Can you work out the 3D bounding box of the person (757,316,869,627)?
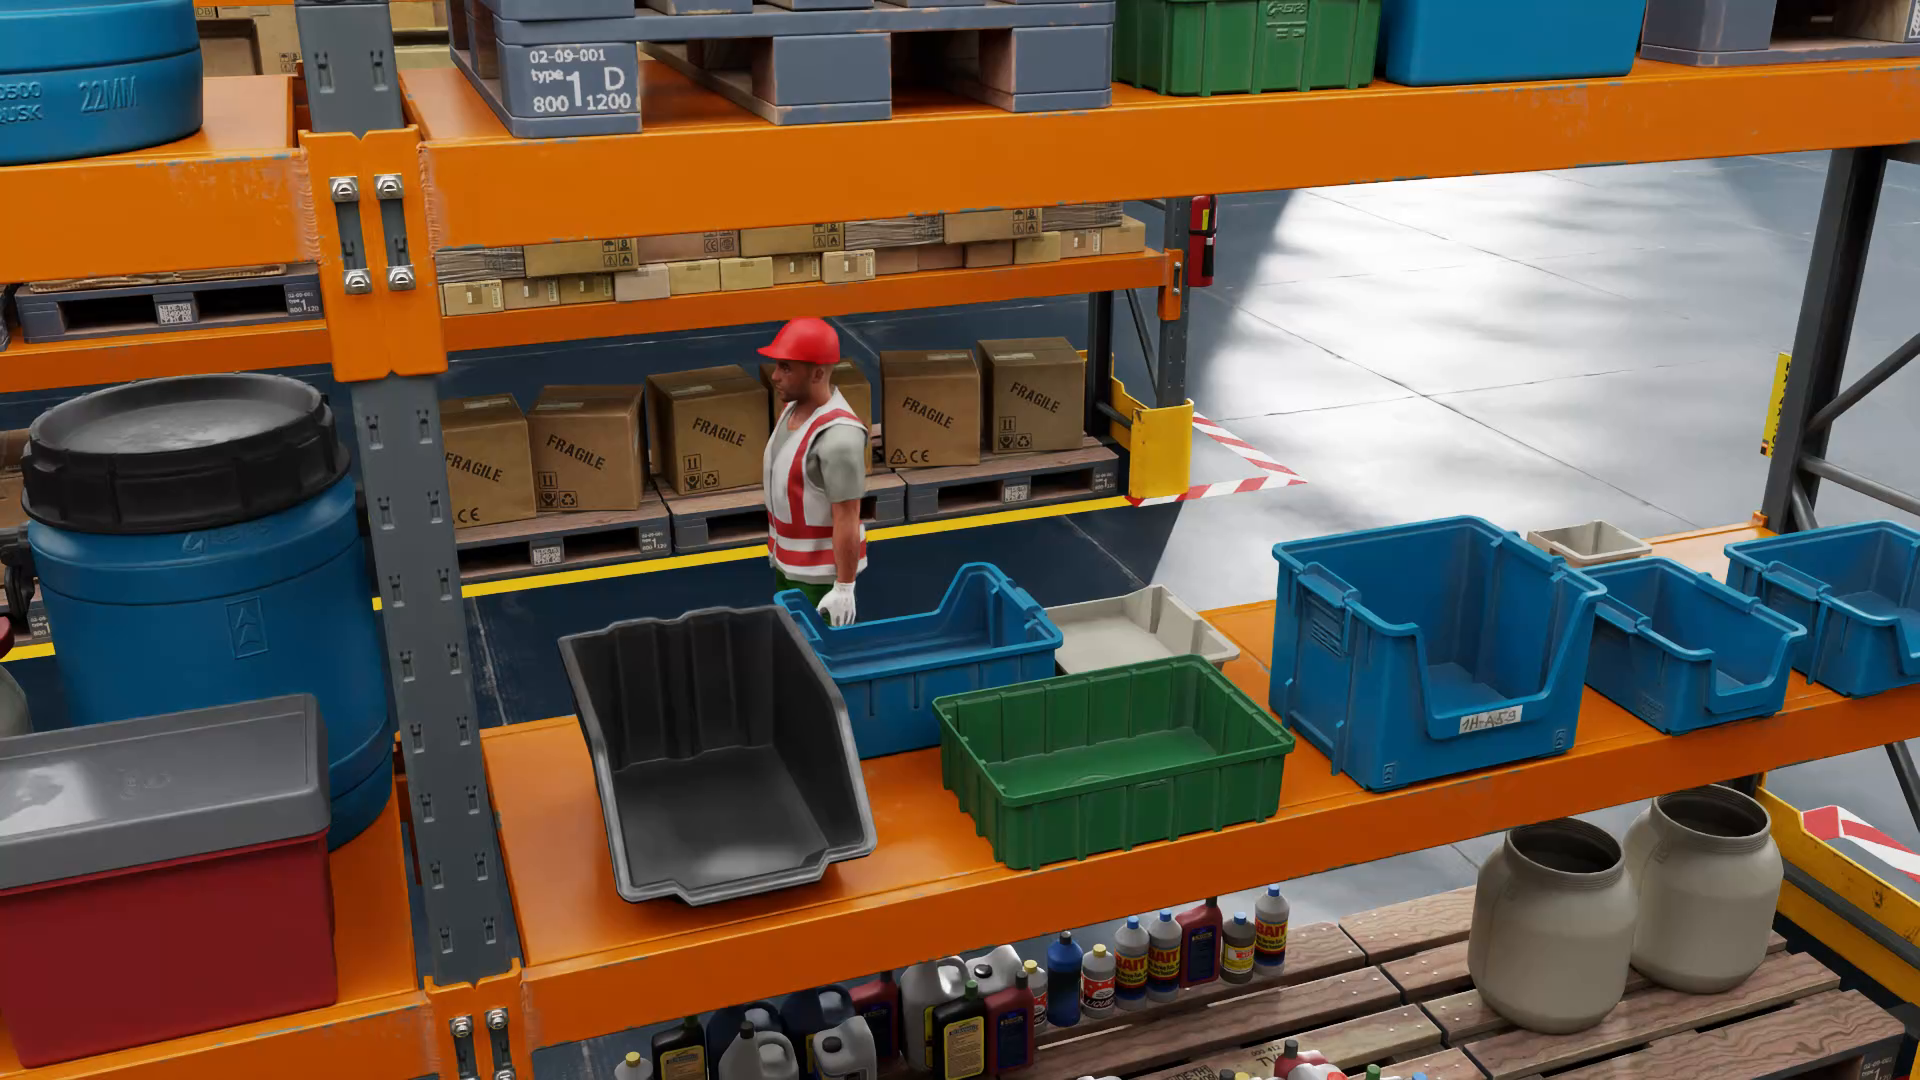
[{"bbox_3d":[-0.564,0.112,5.780,0.554,1.791,0.575,-10,24,-23],"label":"person"}]
